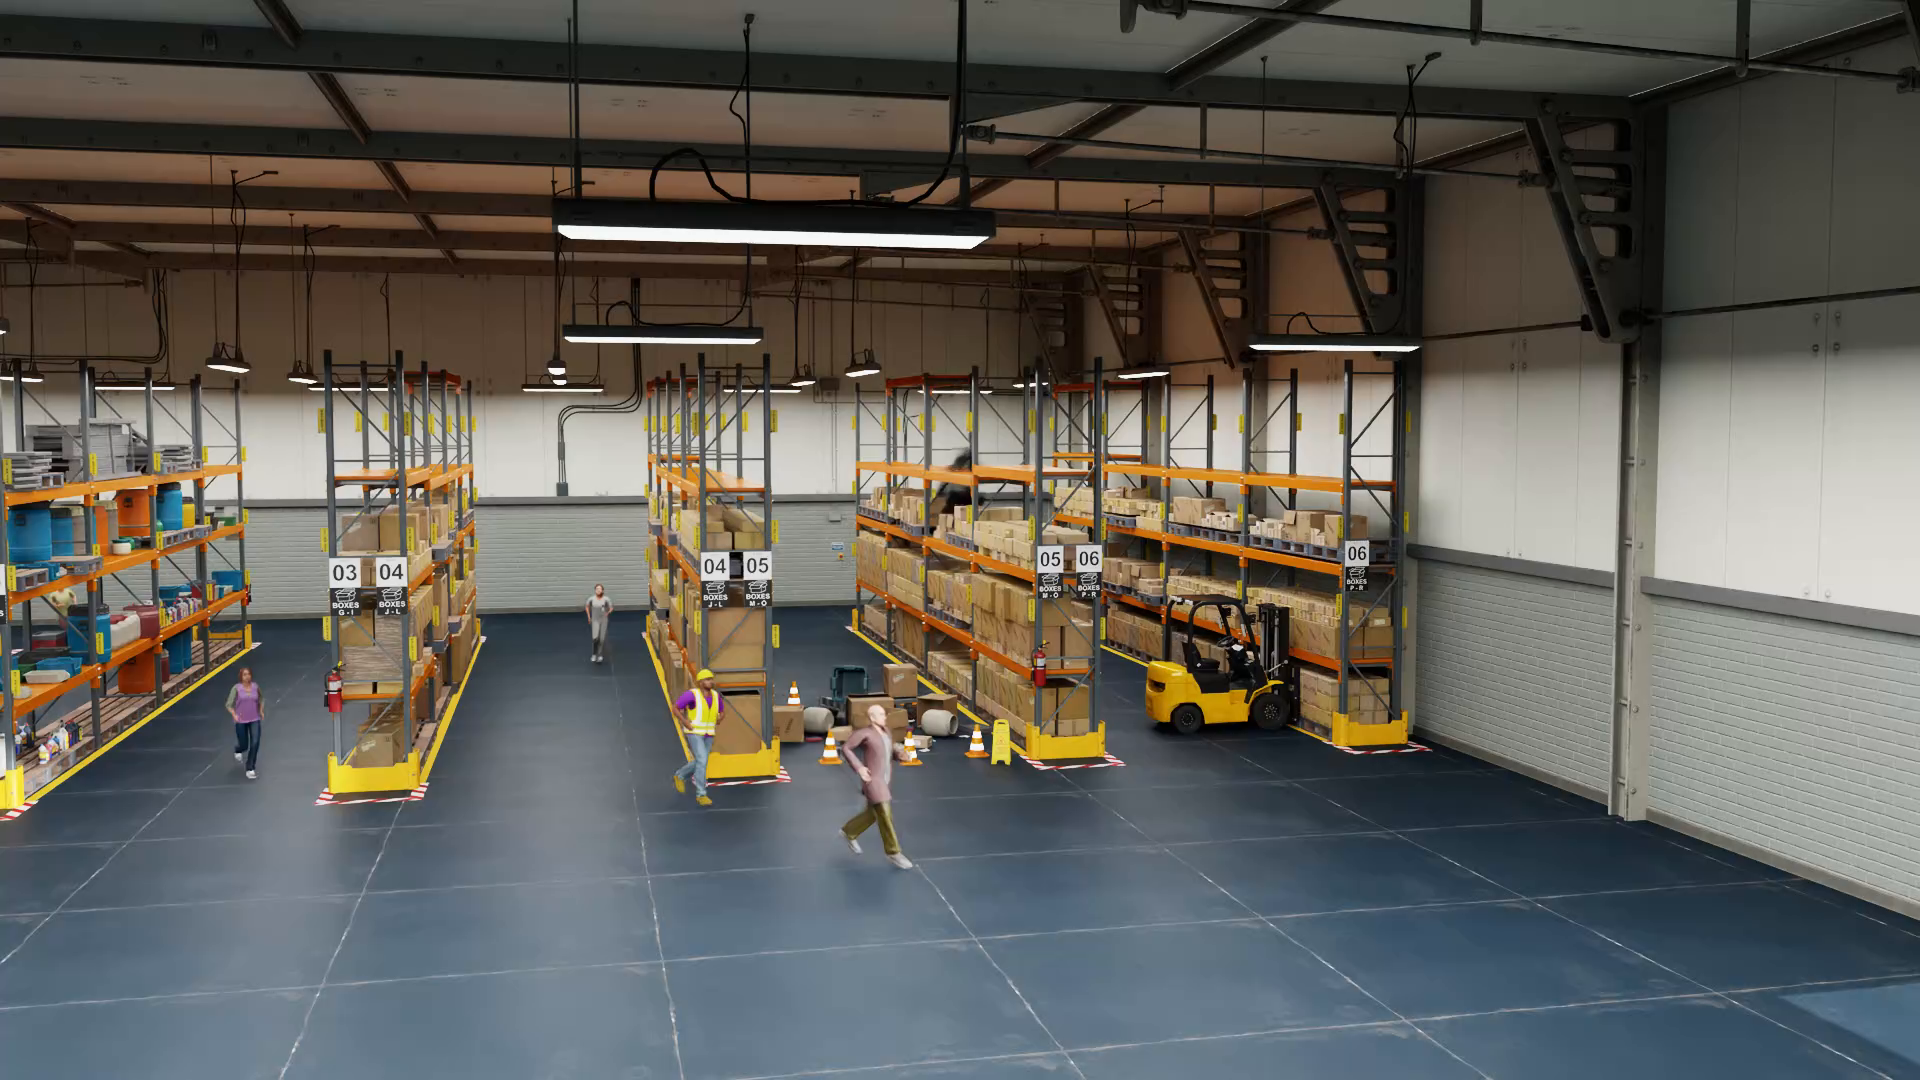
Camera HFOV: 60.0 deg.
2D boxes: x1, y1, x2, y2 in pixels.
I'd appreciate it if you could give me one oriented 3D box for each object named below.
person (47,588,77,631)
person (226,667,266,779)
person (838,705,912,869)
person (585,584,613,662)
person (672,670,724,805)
[{"bbox_3d":[-19.534,1.661,36.207,0.601,1.633,0.940,-3,5,-37],"label":"person"},{"bbox_3d":[-10.153,2.582,23.673,0.546,1.567,0.658,-3,5,-37],"label":"person"},{"bbox_3d":[-0.966,2.878,18.987,1.041,1.607,0.703,2,4,28],"label":"person"},{"bbox_3d":[-7.561,1.742,34.905,0.569,1.646,0.642,-1,4,-15],"label":"person"},{"bbox_3d":[-3.461,2.602,22.235,0.741,1.757,0.881,-4,6,-45],"label":"person"}]
